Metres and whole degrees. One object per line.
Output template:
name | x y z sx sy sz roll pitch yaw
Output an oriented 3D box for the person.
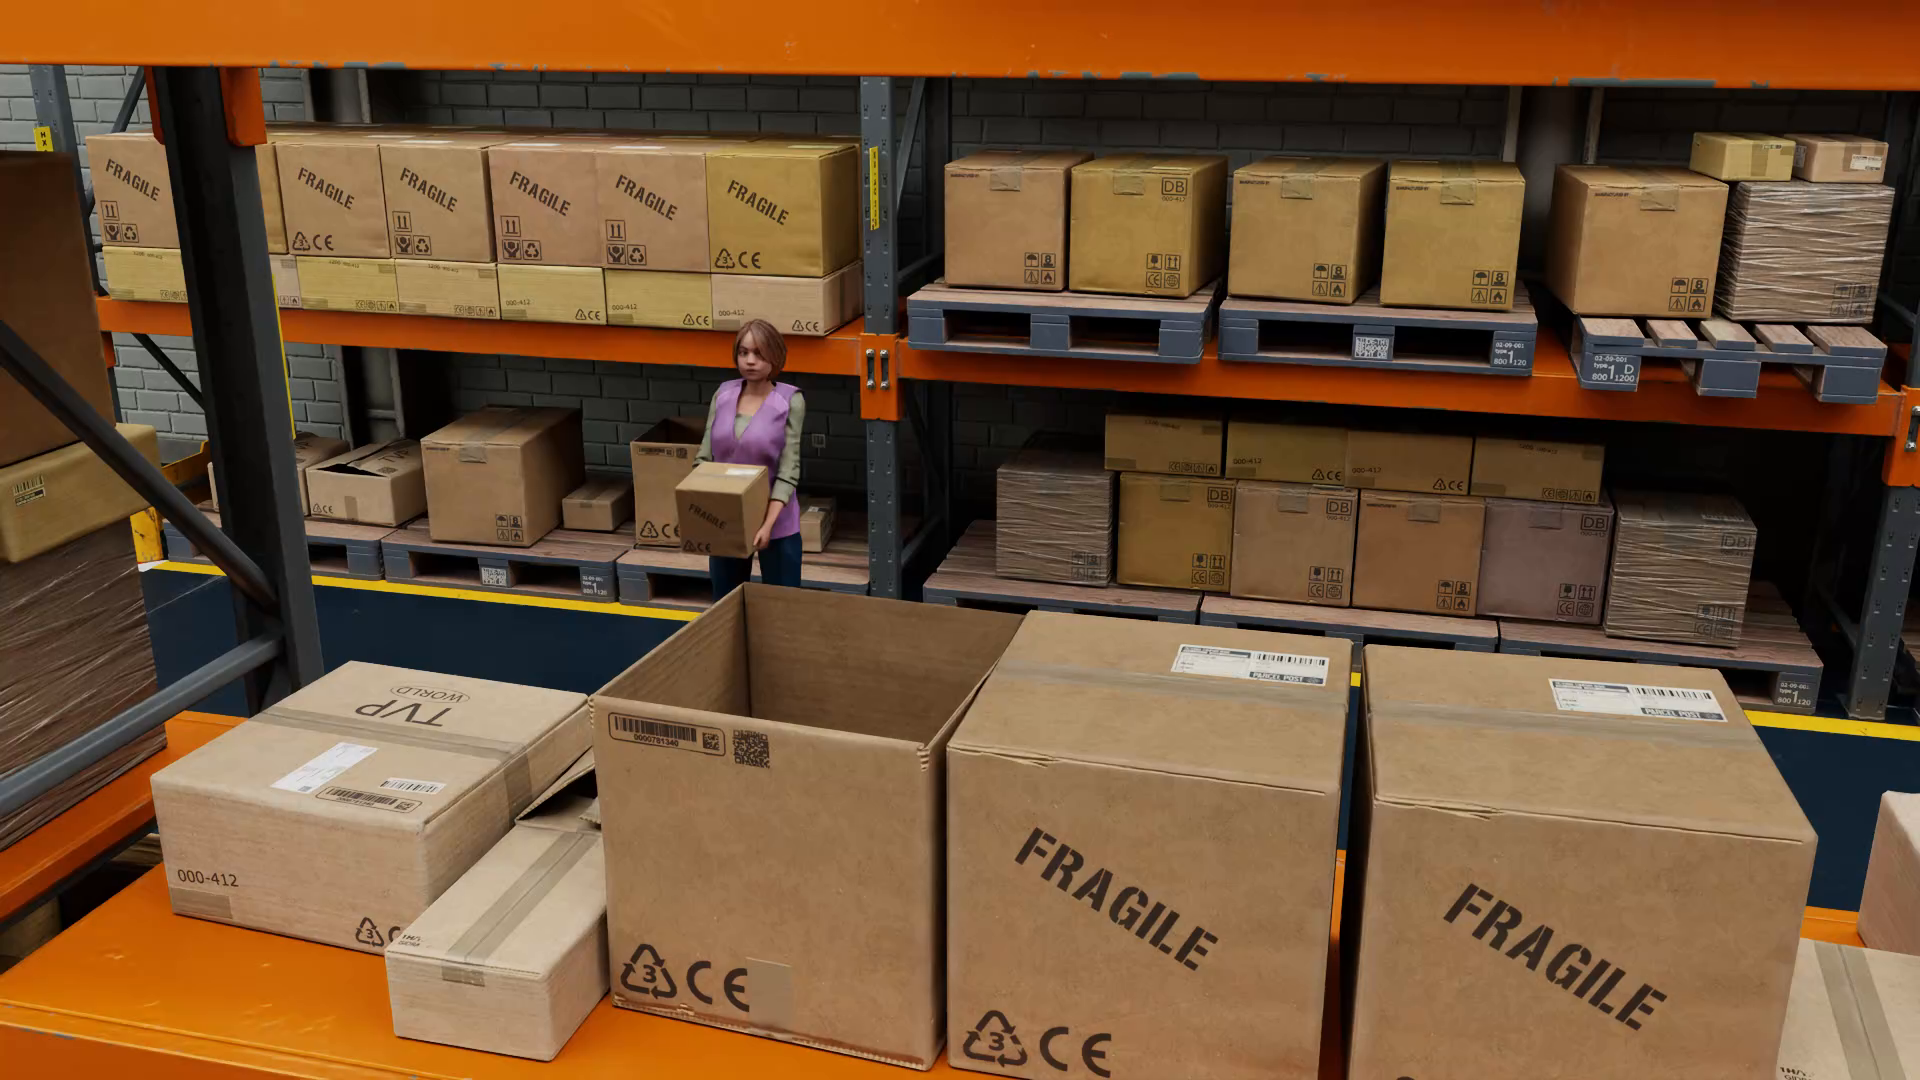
person | -0.777 0.005 6.071 0.405 1.590 0.497 5 19 14
